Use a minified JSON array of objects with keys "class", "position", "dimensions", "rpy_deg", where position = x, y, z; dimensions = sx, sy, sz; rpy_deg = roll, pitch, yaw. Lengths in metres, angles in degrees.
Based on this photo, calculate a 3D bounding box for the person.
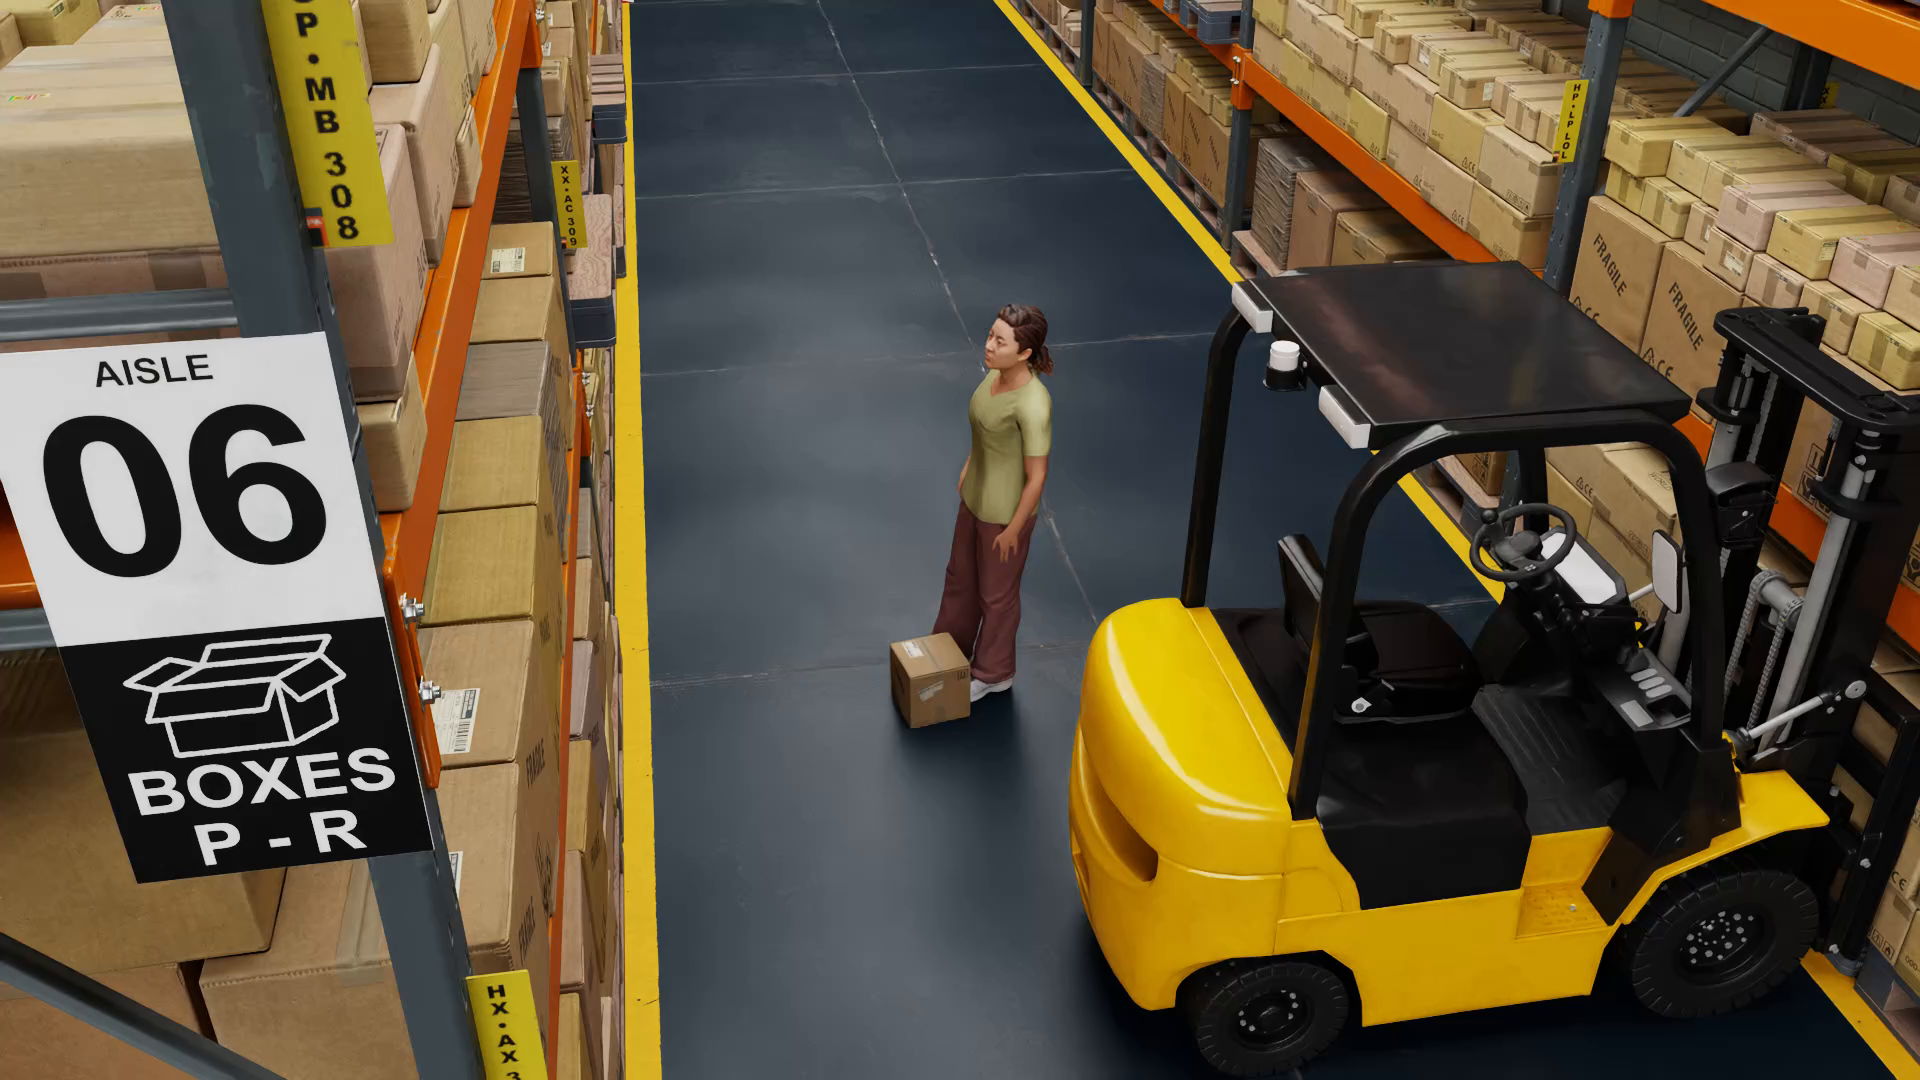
[{"class":"person","position":[0.076,-0.116,6.310],"dimensions":[0.549,1.674,0.551],"rpy_deg":[-10,32,-15]}]
